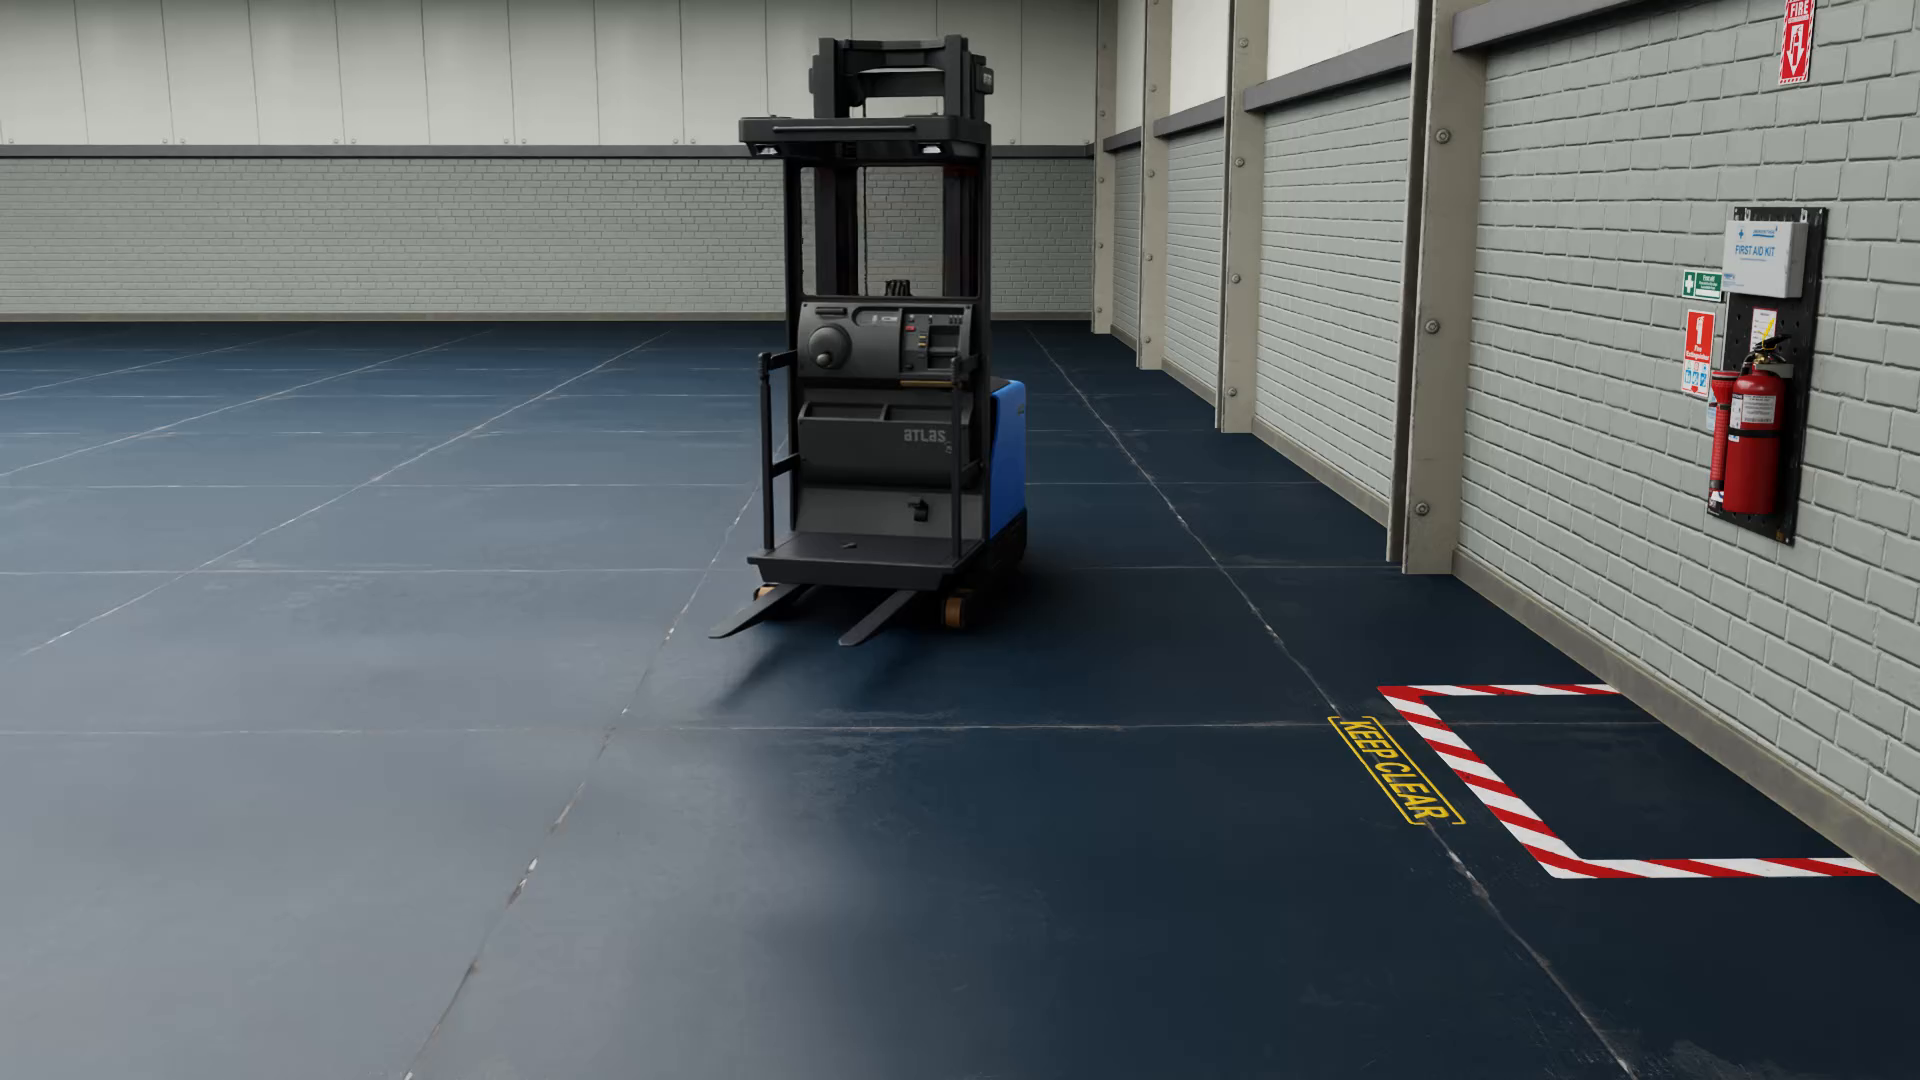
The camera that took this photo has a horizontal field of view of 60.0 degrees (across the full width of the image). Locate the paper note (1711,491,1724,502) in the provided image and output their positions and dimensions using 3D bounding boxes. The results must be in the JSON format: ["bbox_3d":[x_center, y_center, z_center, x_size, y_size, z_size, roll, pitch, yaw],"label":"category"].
[{"bbox_3d":[2.890,-0.216,6.295,0.016,0.148,0.142,0,11,-1],"label":"paper note"}]

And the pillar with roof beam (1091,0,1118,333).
[{"bbox_3d":[-1.962,-7.814,26.443,9.100,9.000,0.400,0,11,-1],"label":"pillar with roof beam"}]

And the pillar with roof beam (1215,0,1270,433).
[{"bbox_3d":[-1.714,-5.429,14.685,9.100,9.000,0.400,0,11,-1],"label":"pillar with roof beam"}]

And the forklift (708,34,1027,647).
[{"bbox_3d":[-0.438,-1.069,8.459,1.130,2.935,3.031,3,12,13],"label":"forklift"}]

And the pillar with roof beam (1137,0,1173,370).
[{"bbox_3d":[-1.838,-6.621,20.564,9.100,9.000,0.400,0,11,-1],"label":"pillar with roof beam"}]

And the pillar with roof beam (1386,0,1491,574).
[{"bbox_3d":[-1.590,-4.236,8.806,9.100,9.000,0.400,0,11,-1],"label":"pillar with roof beam"}]

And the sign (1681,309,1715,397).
[{"bbox_3d":[2.916,-0.740,6.573,0.001,0.329,0.234,0,11,-1],"label":"sign"}]

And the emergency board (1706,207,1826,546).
[{"bbox_3d":[2.825,-0.612,6.033,0.194,1.169,0.643,0,11,-1],"label":"emergency board"}]

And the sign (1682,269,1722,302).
[{"bbox_3d":[2.908,-0.999,6.516,0.001,0.109,0.331,0,11,-1],"label":"sign"}]

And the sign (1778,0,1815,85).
[{"bbox_3d":[2.924,-1.750,5.812,0.001,0.298,0.199,0,11,-1],"label":"sign"}]
